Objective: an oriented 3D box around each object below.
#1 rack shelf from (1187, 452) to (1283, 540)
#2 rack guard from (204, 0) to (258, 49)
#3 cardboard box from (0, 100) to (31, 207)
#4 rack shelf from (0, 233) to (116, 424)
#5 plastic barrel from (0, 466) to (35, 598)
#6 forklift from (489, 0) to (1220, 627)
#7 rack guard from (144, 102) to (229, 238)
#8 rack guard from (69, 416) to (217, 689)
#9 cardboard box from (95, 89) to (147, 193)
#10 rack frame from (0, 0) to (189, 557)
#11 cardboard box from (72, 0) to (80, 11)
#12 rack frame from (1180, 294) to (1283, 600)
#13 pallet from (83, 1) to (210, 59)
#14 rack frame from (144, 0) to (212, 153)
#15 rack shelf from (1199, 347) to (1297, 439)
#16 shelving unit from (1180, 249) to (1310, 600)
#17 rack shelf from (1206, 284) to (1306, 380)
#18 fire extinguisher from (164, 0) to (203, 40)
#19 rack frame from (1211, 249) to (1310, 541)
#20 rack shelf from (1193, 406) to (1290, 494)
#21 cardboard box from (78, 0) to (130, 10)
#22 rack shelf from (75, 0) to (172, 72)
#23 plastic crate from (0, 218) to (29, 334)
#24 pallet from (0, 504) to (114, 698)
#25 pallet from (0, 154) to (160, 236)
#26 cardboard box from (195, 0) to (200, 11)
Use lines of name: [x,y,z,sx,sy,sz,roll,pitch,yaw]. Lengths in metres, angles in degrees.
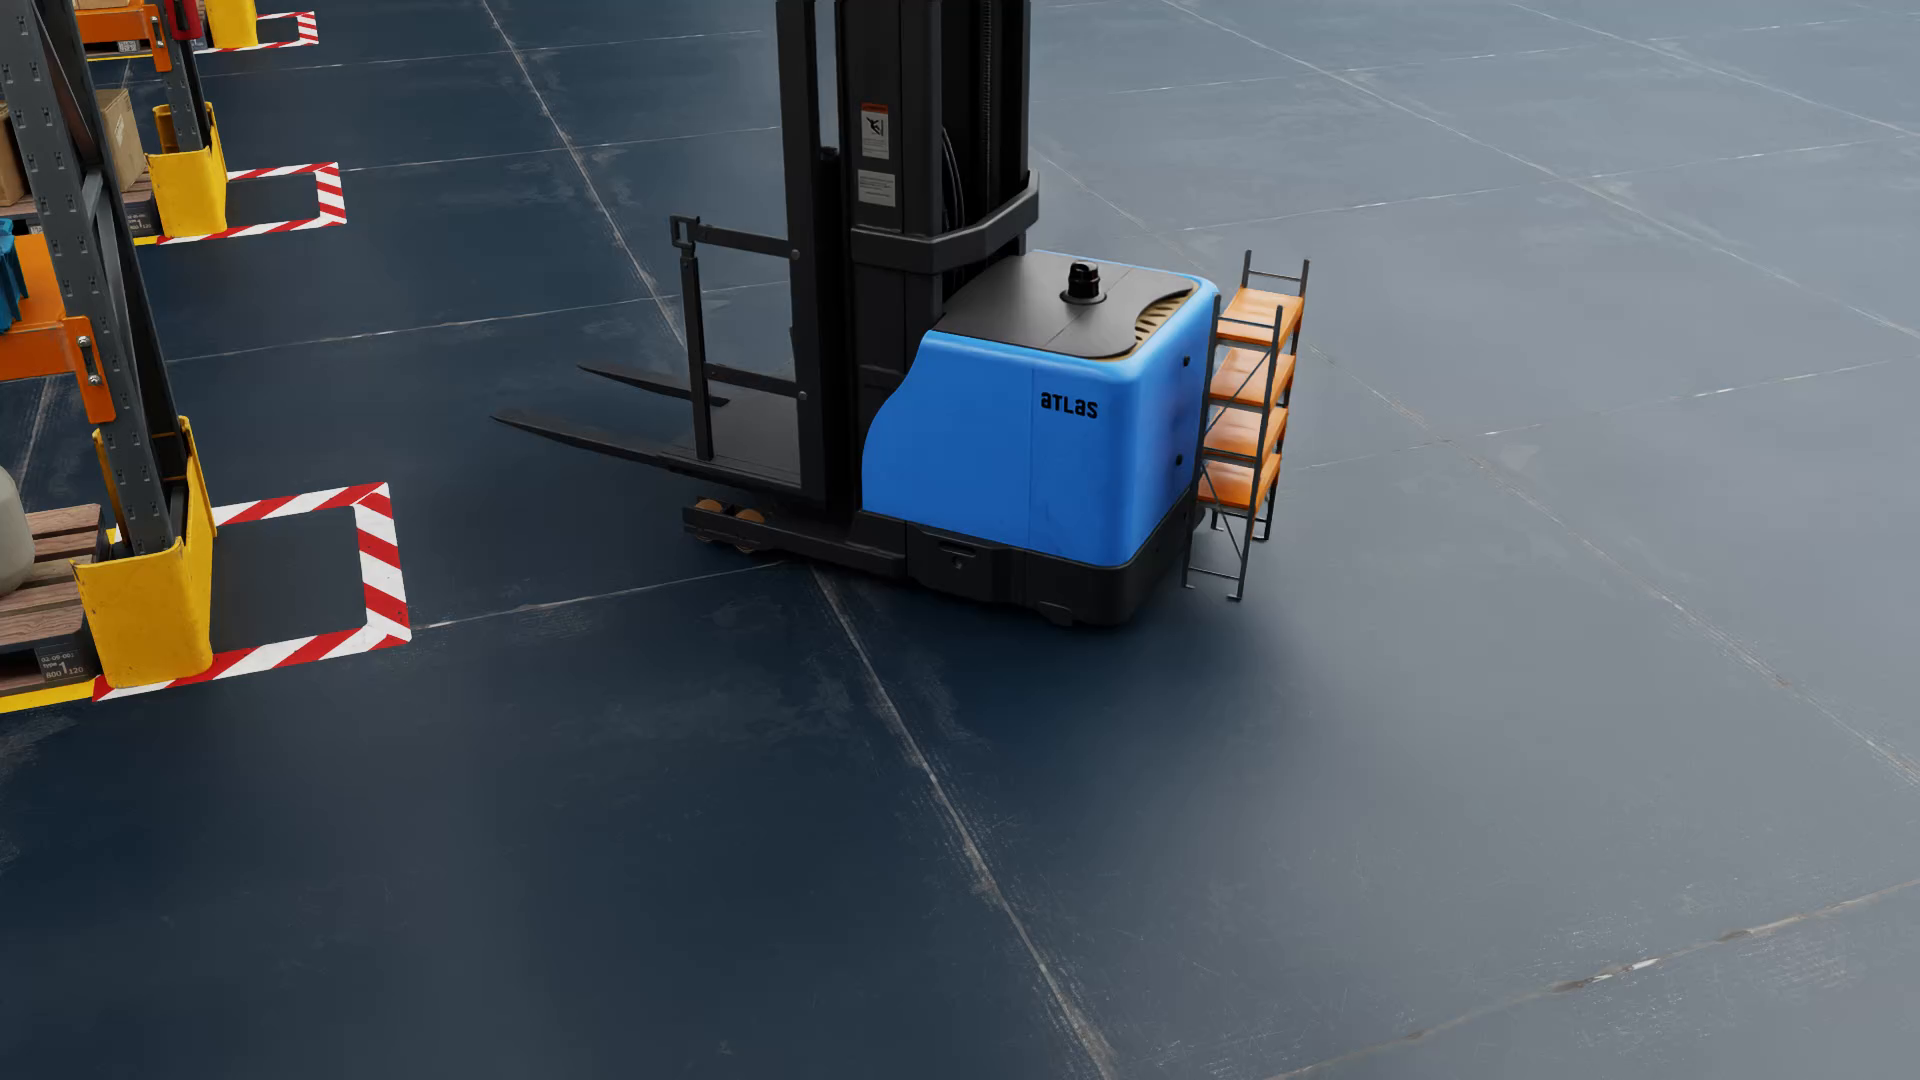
rack shelf: [1.064,-0.199,6.414,0.258,0.148,0.480,13,32,17]
rack guard: [-6.314,-4.641,14.392,0.348,0.500,1.175,-10,31,-18]
cardboard box: [-5.841,-2.282,9.826,0.500,0.500,0.500,-3,30,-5]
rack shelf: [-4.849,-0.449,5.235,4.000,0.370,1.077,-10,31,-18]
plastic barrel: [-3.565,-0.059,5.913,0.421,0.512,0.421,0,30,0]
forklift: [-0.552,-1.444,6.324,3.031,2.935,1.130,14,32,22]
rack guard: [-4.773,-2.306,10.292,0.348,0.500,1.175,-10,31,-18]
rack guard: [-3.030,0.014,6.220,0.348,0.500,1.175,-10,31,-18]
cardboard box: [-5.293,-2.401,10.035,0.500,0.500,0.500,-5,30,-8]
rack frame: [-2.975,-1.107,5.663,0.127,3.000,1.000,-10,31,-18]
cardboard box: [-5.131,-3.108,9.429,0.250,0.149,0.380,-10,31,-18]
rack frame: [0.985,-0.315,6.082,0.240,1.200,0.015,13,32,17]
pallet: [-7.059,-4.337,14.150,1.213,0.211,1.003,-10,31,-18]
rack frame: [-4.702,-3.405,9.696,0.127,3.000,1.000,-10,31,-18]
rack shelf: [1.078,-0.563,6.201,0.258,0.148,0.480,13,32,17]
shelving unit: [1.073,-0.428,6.280,0.258,1.200,0.503,13,32,17]
rack shelf: [1.085,-0.767,6.081,0.258,0.148,0.480,13,32,17]
fire extinguisher: [-4.434,-3.177,9.375,0.183,0.674,0.296,-10,31,-18]
rack frame: [1.160,-0.541,6.478,0.240,1.200,0.015,13,32,17]
rack shelf: [1.070,-0.370,6.314,0.258,0.148,0.480,13,32,17]
cardboard box: [-4.897,-3.151,9.504,0.250,0.149,0.380,-10,31,-18]
rack shelf: [-6.576,-2.747,9.268,4.000,0.370,1.077,-10,31,-18]
plastic crate: [-3.339,-0.817,5.304,0.616,0.251,0.499,-10,31,-18]
pallet: [-3.793,0.277,6.050,1.213,0.211,1.003,-10,31,-18]
pallet: [-5.547,-2.056,10.146,1.213,0.211,1.003,-10,31,-18]
cardboard box: [-6.949,-4.835,13.929,0.875,0.875,0.875,-10,31,-17]
